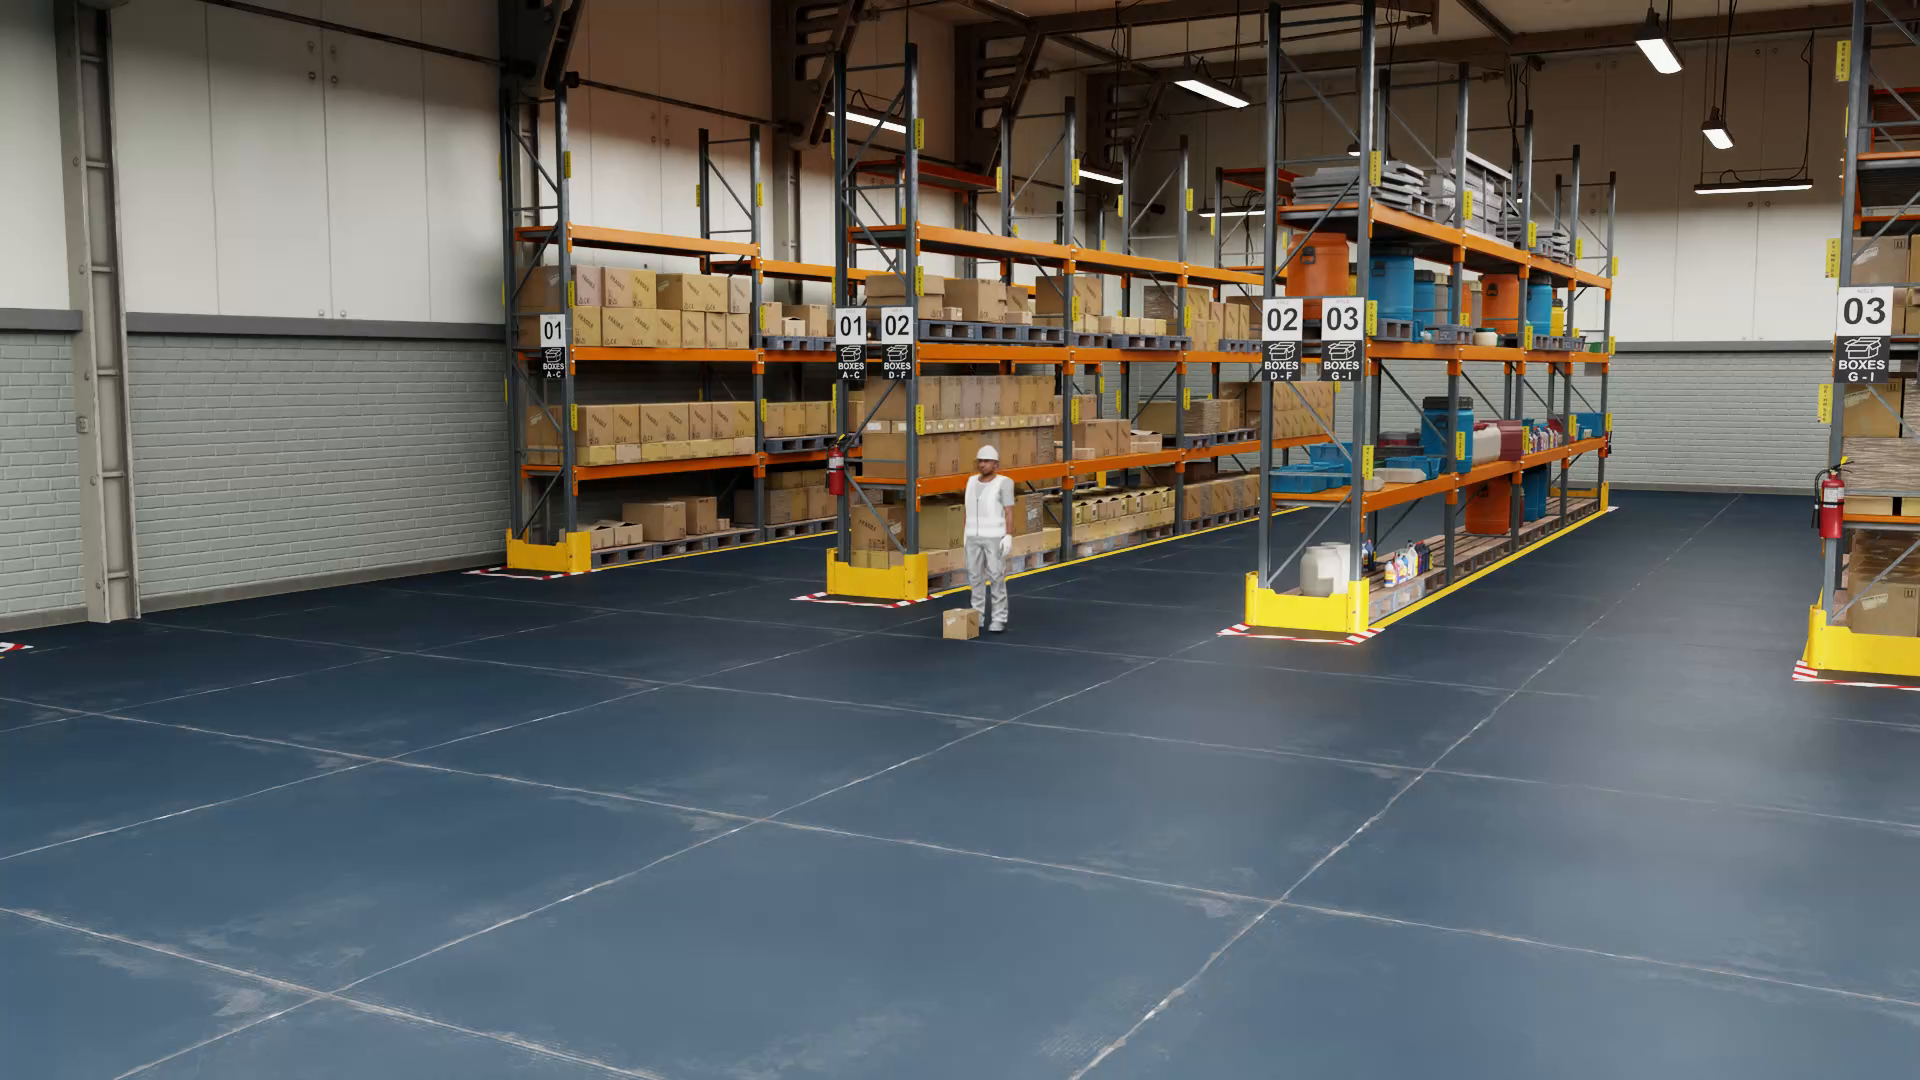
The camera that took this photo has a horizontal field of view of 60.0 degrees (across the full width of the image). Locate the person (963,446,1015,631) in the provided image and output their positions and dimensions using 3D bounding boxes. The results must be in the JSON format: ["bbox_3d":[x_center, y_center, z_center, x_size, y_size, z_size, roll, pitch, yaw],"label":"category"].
[{"bbox_3d":[0.264,-0.017,16.084,0.550,1.786,0.347,4,7,31],"label":"person"}]
